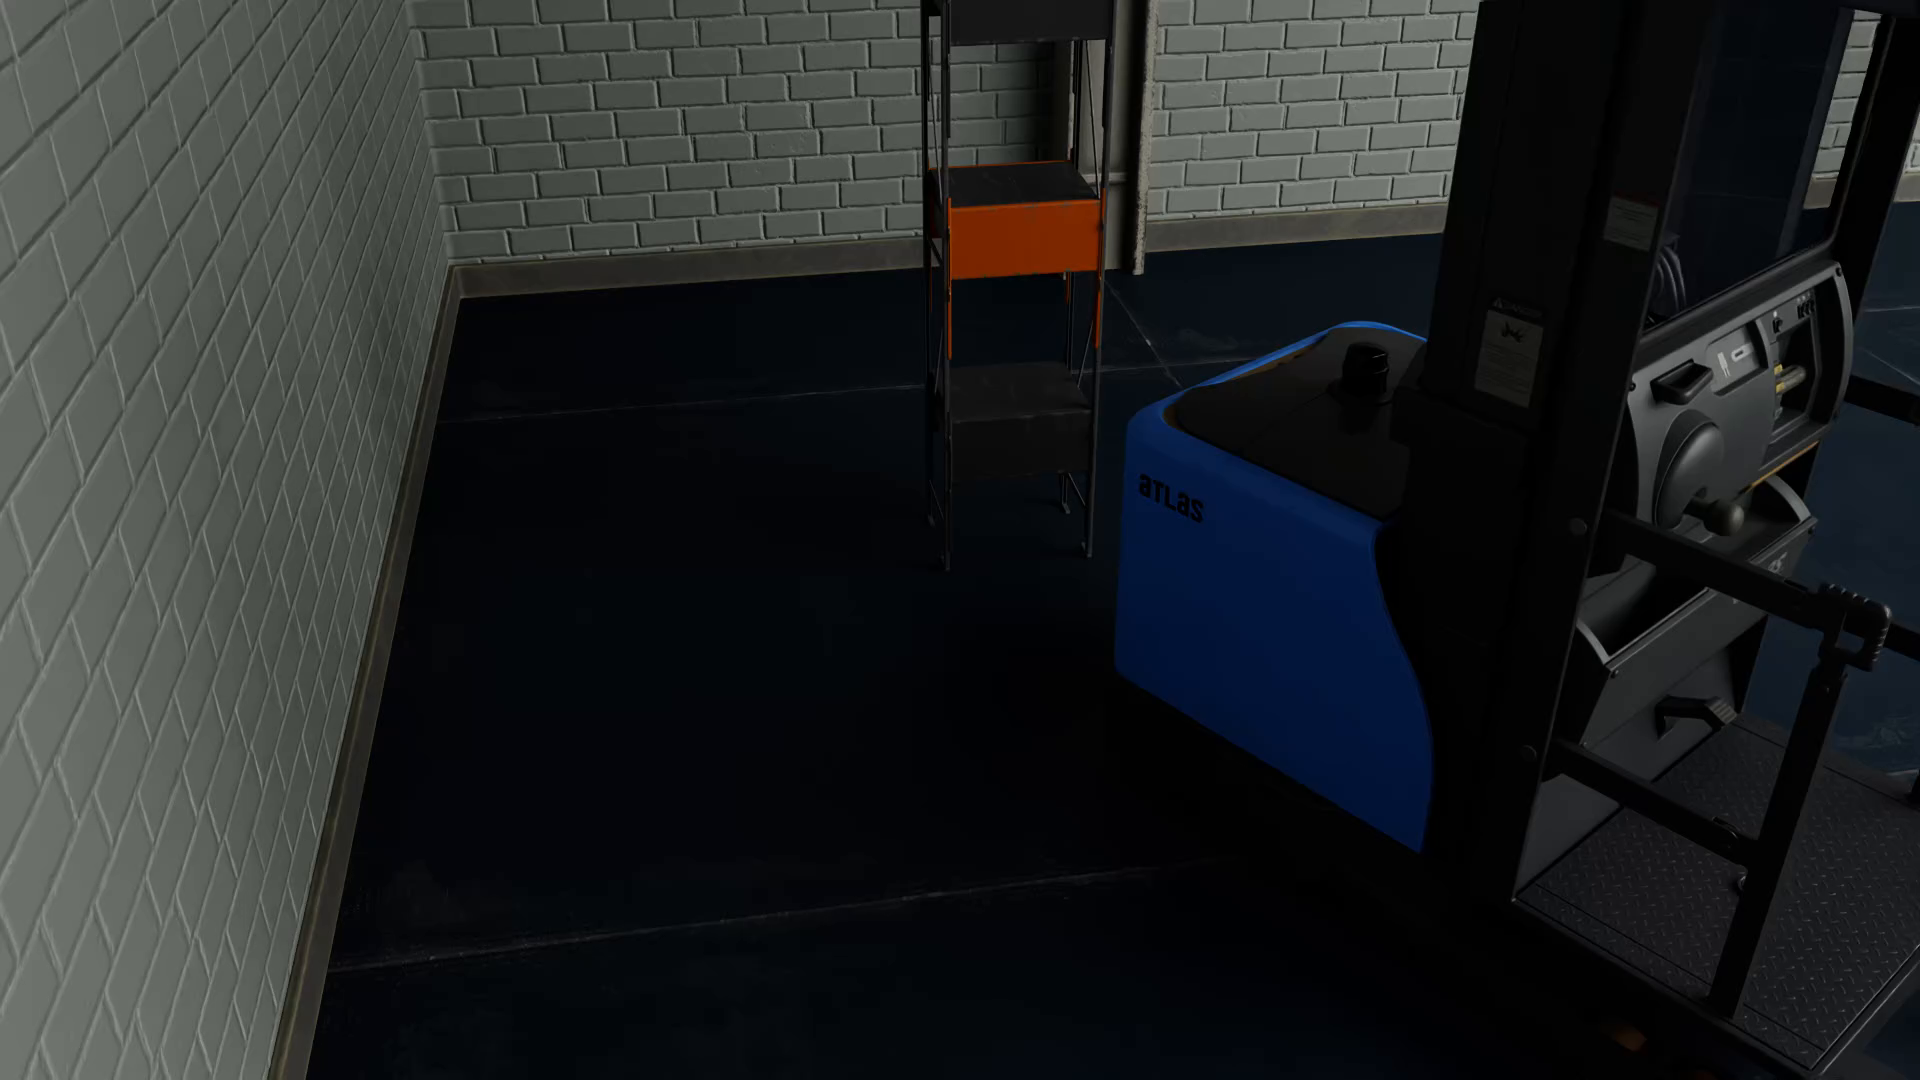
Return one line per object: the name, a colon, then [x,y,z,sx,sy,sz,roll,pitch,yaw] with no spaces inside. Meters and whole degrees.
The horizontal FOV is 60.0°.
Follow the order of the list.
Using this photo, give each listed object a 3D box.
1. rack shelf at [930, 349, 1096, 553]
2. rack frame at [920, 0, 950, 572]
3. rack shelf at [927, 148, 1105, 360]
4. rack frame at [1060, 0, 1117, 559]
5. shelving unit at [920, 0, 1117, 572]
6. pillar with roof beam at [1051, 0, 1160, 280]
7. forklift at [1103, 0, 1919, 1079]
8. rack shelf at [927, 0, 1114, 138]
rack shelf: [0.163,-0.305,5.605,0.480,0.518,0.431,-5,31,-9]
rack frame: [-0.077,-0.898,5.206,0.015,2.100,0.400,-5,31,-9]
rack shelf: [0.163,-0.908,5.250,0.480,0.518,0.431,-5,31,-9]
rack frame: [0.403,-0.943,5.281,0.015,2.100,0.400,-5,31,-9]
shelving unit: [0.163,-0.920,5.243,0.503,2.100,0.431,-5,31,-9]
pillar with roof beam: [1.425,-3.055,2.068,0.400,9.000,9.100,-5,31,-9]
forklift: [1.757,-0.260,3.300,1.130,2.935,3.031,-24,38,-35]
rack shelf: [0.163,-1.512,4.896,0.480,0.518,0.431,-5,31,-9]
